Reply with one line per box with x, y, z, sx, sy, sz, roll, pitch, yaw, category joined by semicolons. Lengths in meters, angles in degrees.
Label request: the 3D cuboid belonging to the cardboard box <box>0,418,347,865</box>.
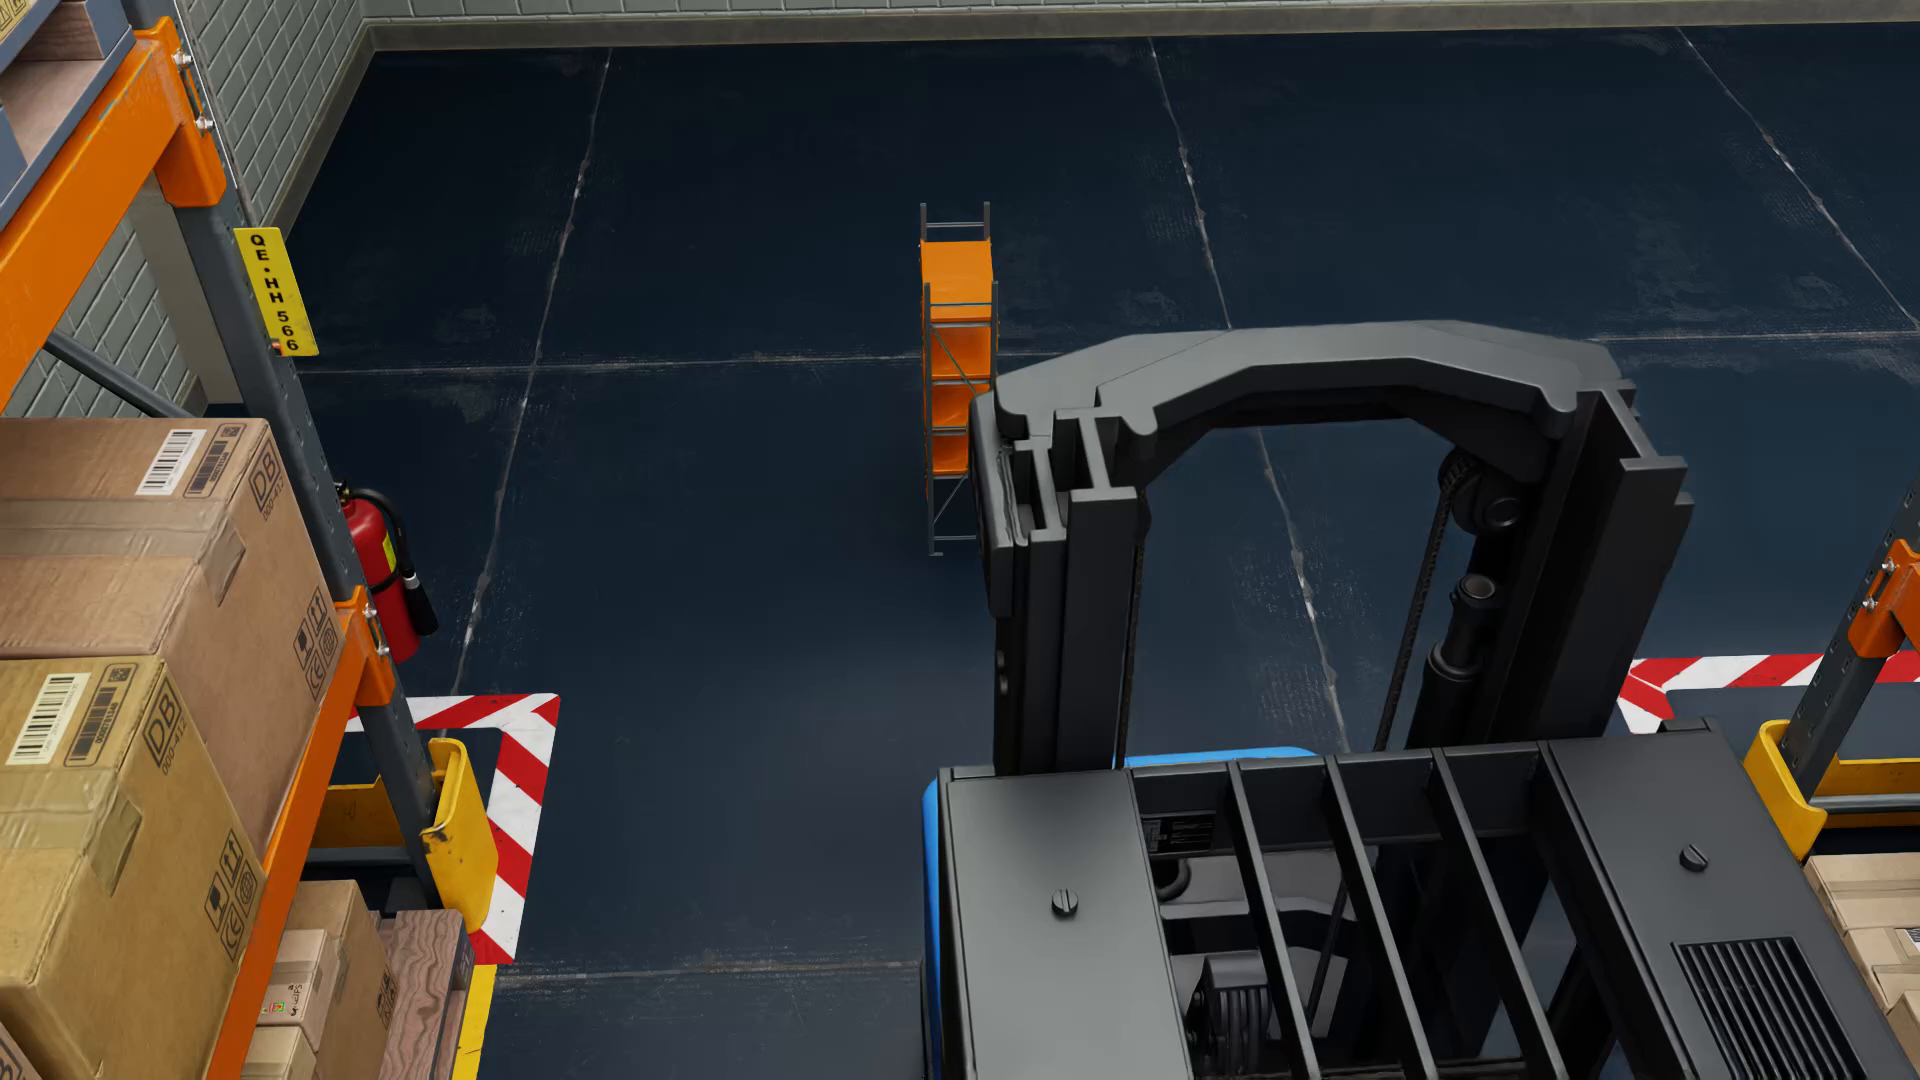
-1.982;0.225;3.563;0.980;0.700;0.700;0;43;0;cardboard box

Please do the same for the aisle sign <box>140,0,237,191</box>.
-1.717;-1.024;3.224;0.394;0.787;0.004;-2;43;-2;aisle sign

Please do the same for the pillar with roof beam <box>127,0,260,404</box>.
1.309;-4.142;4.109;9.100;9.000;0.400;-2;43;-2;pillar with roof beam

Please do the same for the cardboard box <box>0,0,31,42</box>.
-1.717;-0.764;2.370;0.500;0.250;0.500;0;43;0;cardboard box

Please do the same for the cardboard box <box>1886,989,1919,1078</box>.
2.697;1.411;4.200;0.500;0.250;0.500;-2;43;-2;cardboard box

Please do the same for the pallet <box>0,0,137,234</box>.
-1.971;-0.581;2.510;1.003;0.211;1.213;-2;43;-2;pallet

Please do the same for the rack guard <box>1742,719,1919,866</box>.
2.939;0.819;4.986;1.175;0.500;0.348;-2;43;-2;rack guard

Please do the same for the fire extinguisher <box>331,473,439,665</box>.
-1.559;0.042;4.317;0.296;0.674;0.183;-2;43;-2;fire extinguisher

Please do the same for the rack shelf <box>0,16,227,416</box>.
-1.928;0.501;1.796;1.077;0.370;4.000;-2;43;-2;rack shelf

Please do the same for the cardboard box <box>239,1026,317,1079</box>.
-1.685;1.242;3.734;0.380;0.149;0.250;-1;43;-1;cardboard box

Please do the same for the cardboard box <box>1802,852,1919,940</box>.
2.610;1.028;4.693;0.380;0.149;0.250;-2;43;-2;cardboard box

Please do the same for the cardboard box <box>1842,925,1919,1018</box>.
2.621;1.190;4.503;0.380;0.166;0.250;-2;43;-2;cardboard box

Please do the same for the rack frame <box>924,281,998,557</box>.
0.003;-0.389;5.787;0.240;1.200;0.015;-2;43;-2;rack frame

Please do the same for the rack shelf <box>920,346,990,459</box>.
-0.007;-0.504;6.012;0.258;0.148;0.480;-2;43;-2;rack shelf

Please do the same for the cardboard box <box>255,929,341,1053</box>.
-1.696;1.070;3.922;0.380;0.149;0.250;-2;43;-2;cardboard box

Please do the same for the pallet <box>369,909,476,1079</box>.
-1.901;1.557;4.396;1.003;0.211;1.213;-2;43;-2;pallet

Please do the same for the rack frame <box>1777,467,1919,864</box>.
2.936;-0.154;4.198;1.000;3.000;0.127;-2;43;-2;rack frame

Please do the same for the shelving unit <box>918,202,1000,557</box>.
-0.007;-0.554;5.966;0.258;1.200;0.503;-2;43;-2;shelving unit

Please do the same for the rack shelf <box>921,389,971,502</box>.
-0.007;-0.358;6.146;0.258;0.148;0.480;-2;43;-2;rack shelf

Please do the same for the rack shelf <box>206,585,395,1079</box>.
-1.928;1.607;2.810;1.077;0.370;4.000;-2;43;-2;rack shelf

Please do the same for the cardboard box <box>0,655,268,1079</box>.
-1.940;0.715;3.028;0.980;0.700;0.700;-2;43;-2;cardboard box

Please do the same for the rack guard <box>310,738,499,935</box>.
-2.014;0.896;4.902;1.175;0.500;0.348;-2;43;-2;rack guard

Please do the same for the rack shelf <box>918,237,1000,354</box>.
-0.007;-0.844;5.701;0.258;0.148;0.480;-2;43;-2;rack shelf

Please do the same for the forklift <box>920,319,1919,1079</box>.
0.534;1.237;2.731;1.130;2.935;3.031;-3;43;-4;forklift

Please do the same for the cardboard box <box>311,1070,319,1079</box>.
-1.862;1.565;3.862;0.700;0.500;0.500;-2;43;-2;cardboard box

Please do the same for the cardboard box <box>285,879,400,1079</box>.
-1.884;1.228;4.230;0.700;0.500;0.500;-2;43;-2;cardboard box

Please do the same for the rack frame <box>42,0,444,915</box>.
-2.013;-0.009;4.040;1.000;3.000;0.127;-2;43;-2;rack frame

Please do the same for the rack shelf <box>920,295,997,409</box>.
-0.007;-0.669;5.861;0.258;0.148;0.480;-2;43;-2;rack shelf

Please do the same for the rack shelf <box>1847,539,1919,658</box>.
3.021;1.462;2.968;1.077;0.370;4.000;-2;43;-2;rack shelf

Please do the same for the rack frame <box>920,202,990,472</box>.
-0.017;-0.719;6.146;0.240;1.200;0.015;-2;43;-2;rack frame

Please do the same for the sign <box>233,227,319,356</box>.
-1.471;-0.529;3.575;0.100;0.325;0.005;-2;43;-2;sign
